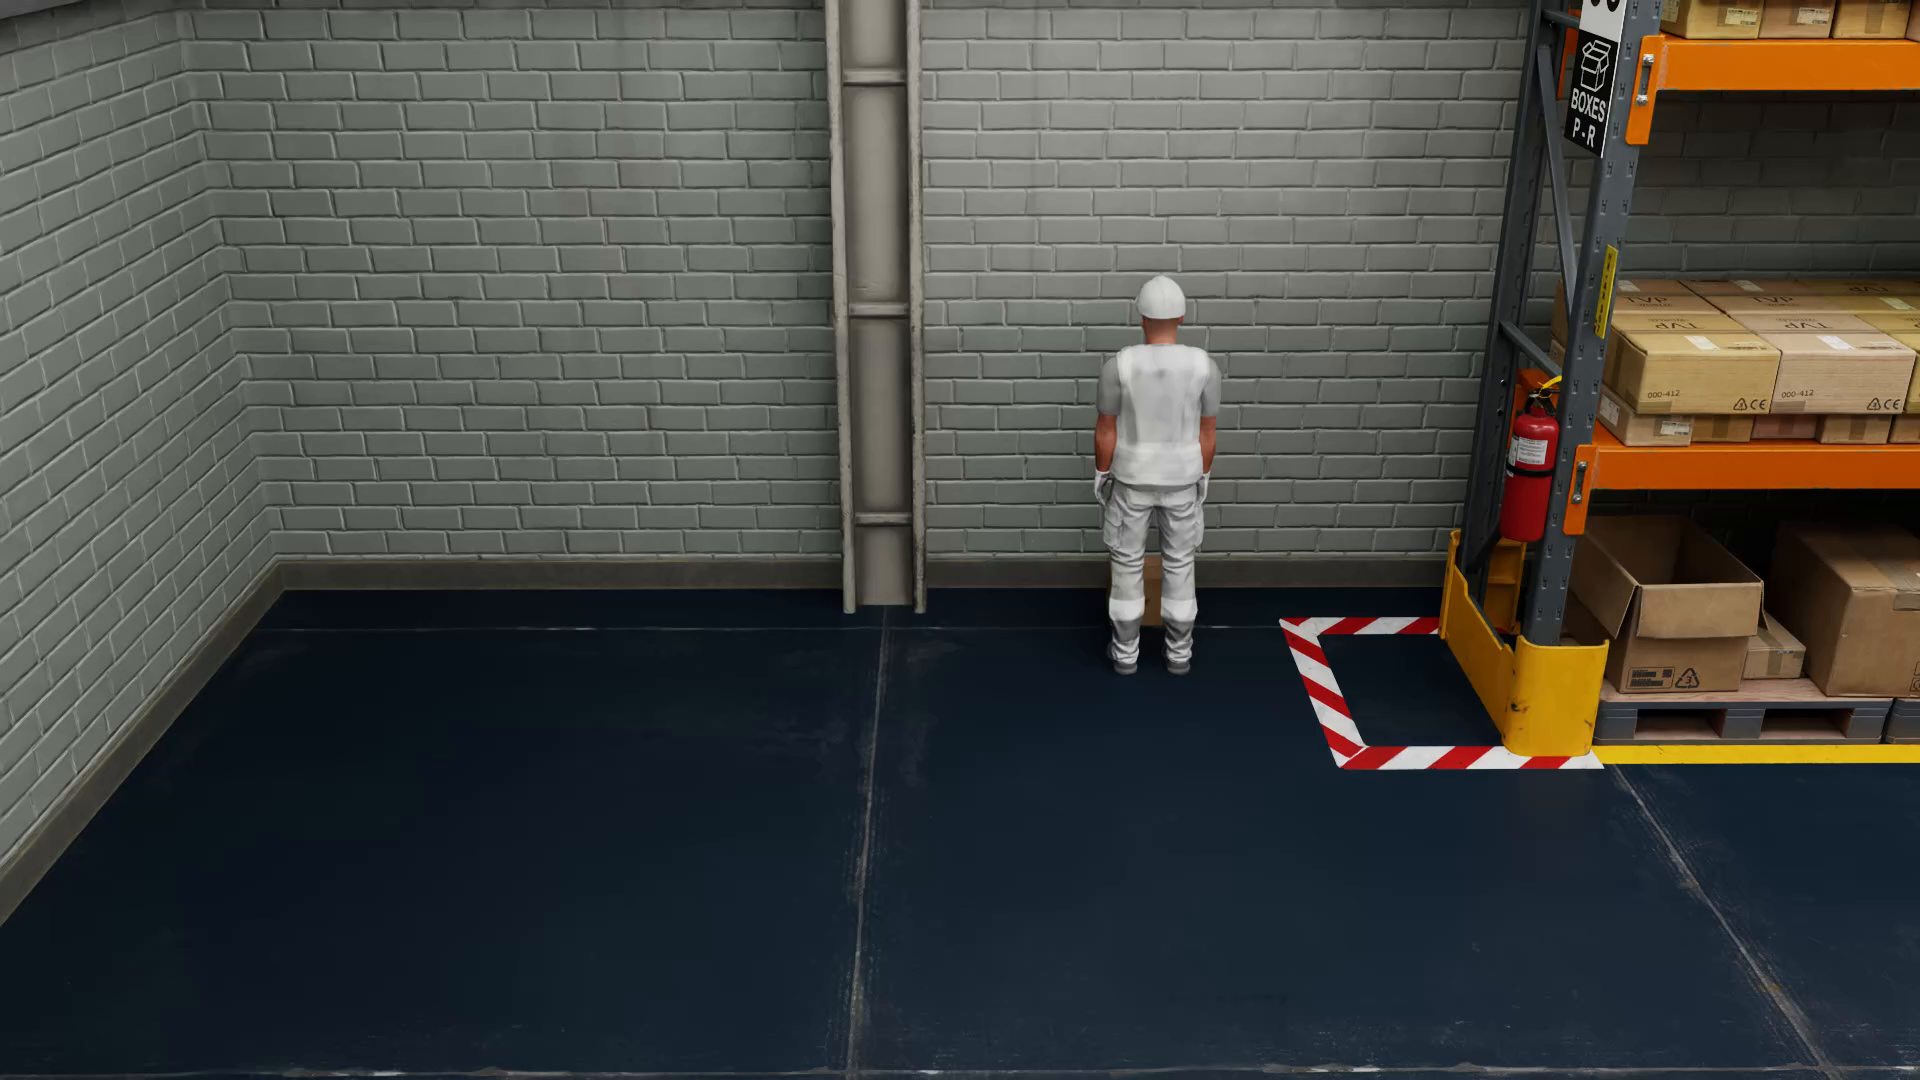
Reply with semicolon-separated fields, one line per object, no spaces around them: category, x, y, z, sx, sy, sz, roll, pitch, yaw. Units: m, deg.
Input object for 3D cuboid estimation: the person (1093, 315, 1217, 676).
person;0.829;-0.240;7.174;0.518;1.737;0.340;0;24;1
